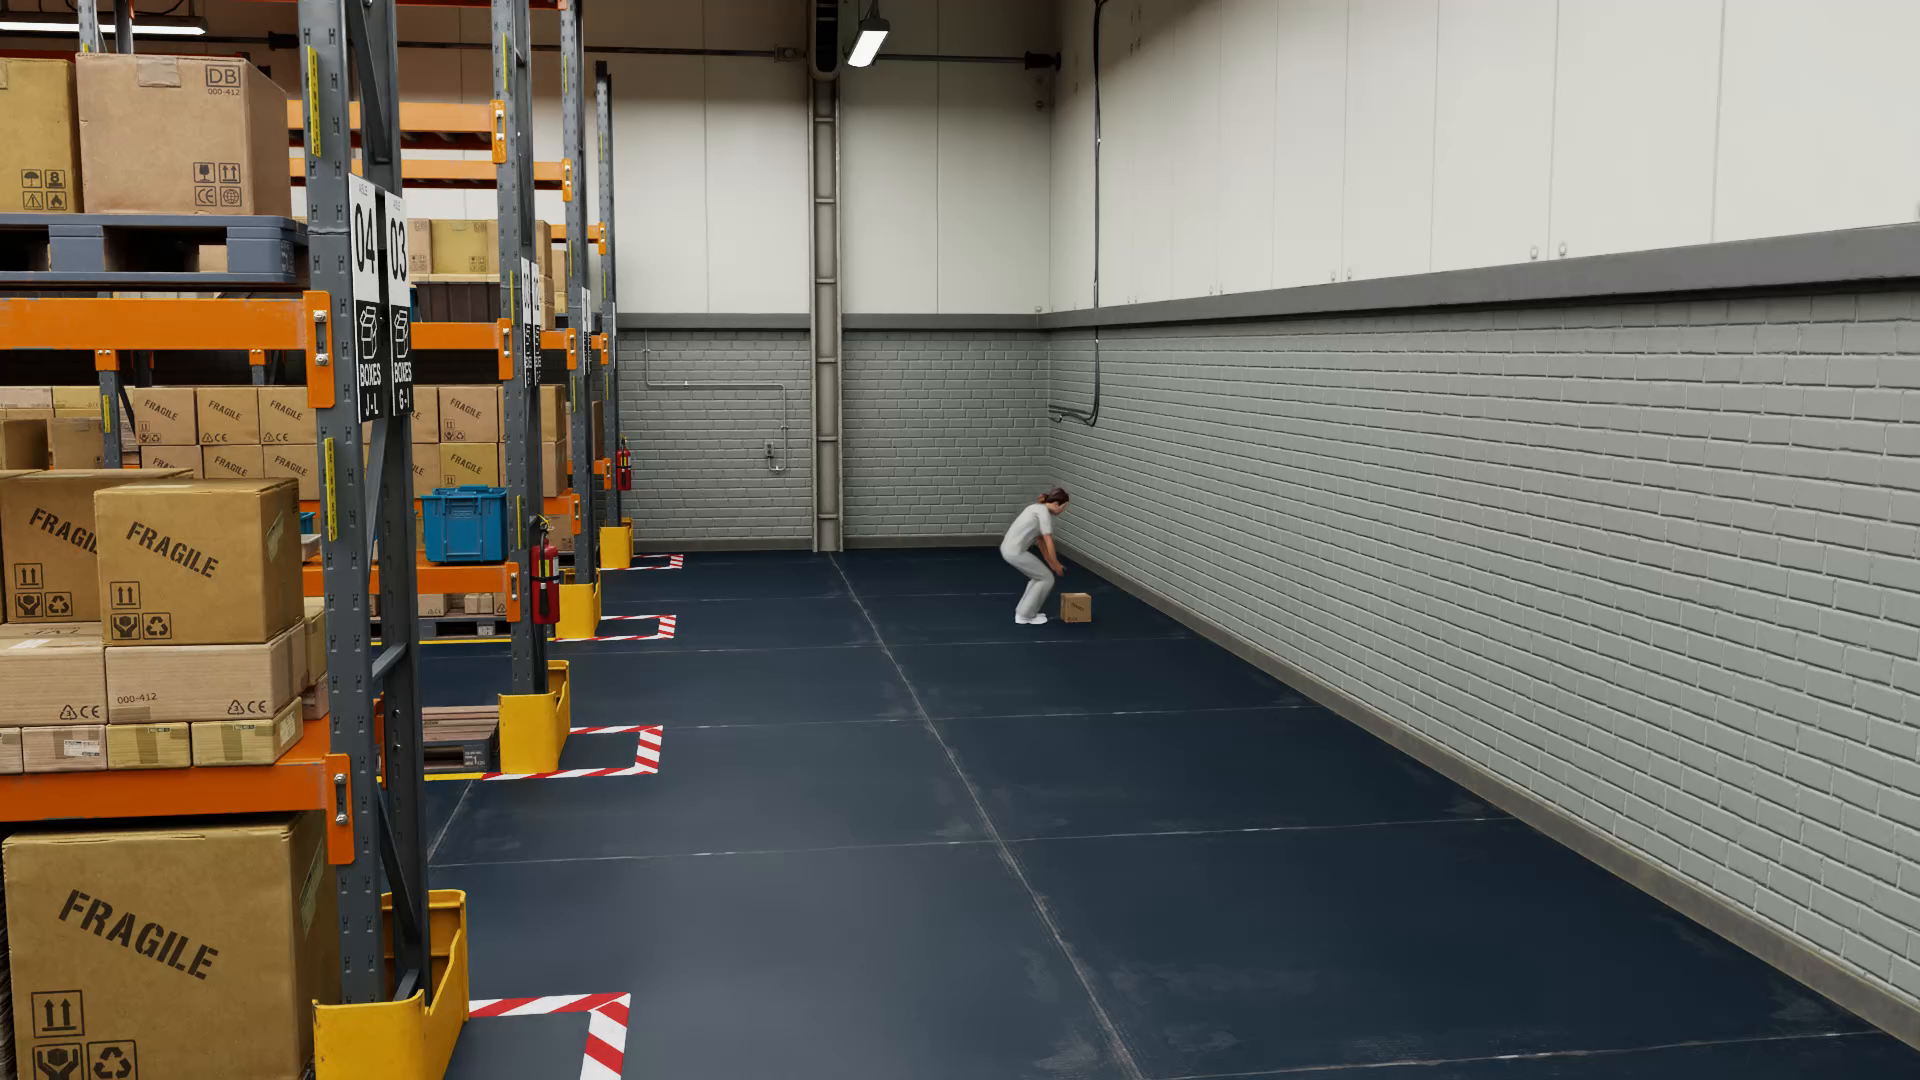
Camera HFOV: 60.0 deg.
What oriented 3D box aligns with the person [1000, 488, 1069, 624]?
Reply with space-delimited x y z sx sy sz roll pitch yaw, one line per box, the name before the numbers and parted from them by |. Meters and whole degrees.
person | 0.726 0.146 16.180 0.683 1.304 0.491 -1 7 -9
